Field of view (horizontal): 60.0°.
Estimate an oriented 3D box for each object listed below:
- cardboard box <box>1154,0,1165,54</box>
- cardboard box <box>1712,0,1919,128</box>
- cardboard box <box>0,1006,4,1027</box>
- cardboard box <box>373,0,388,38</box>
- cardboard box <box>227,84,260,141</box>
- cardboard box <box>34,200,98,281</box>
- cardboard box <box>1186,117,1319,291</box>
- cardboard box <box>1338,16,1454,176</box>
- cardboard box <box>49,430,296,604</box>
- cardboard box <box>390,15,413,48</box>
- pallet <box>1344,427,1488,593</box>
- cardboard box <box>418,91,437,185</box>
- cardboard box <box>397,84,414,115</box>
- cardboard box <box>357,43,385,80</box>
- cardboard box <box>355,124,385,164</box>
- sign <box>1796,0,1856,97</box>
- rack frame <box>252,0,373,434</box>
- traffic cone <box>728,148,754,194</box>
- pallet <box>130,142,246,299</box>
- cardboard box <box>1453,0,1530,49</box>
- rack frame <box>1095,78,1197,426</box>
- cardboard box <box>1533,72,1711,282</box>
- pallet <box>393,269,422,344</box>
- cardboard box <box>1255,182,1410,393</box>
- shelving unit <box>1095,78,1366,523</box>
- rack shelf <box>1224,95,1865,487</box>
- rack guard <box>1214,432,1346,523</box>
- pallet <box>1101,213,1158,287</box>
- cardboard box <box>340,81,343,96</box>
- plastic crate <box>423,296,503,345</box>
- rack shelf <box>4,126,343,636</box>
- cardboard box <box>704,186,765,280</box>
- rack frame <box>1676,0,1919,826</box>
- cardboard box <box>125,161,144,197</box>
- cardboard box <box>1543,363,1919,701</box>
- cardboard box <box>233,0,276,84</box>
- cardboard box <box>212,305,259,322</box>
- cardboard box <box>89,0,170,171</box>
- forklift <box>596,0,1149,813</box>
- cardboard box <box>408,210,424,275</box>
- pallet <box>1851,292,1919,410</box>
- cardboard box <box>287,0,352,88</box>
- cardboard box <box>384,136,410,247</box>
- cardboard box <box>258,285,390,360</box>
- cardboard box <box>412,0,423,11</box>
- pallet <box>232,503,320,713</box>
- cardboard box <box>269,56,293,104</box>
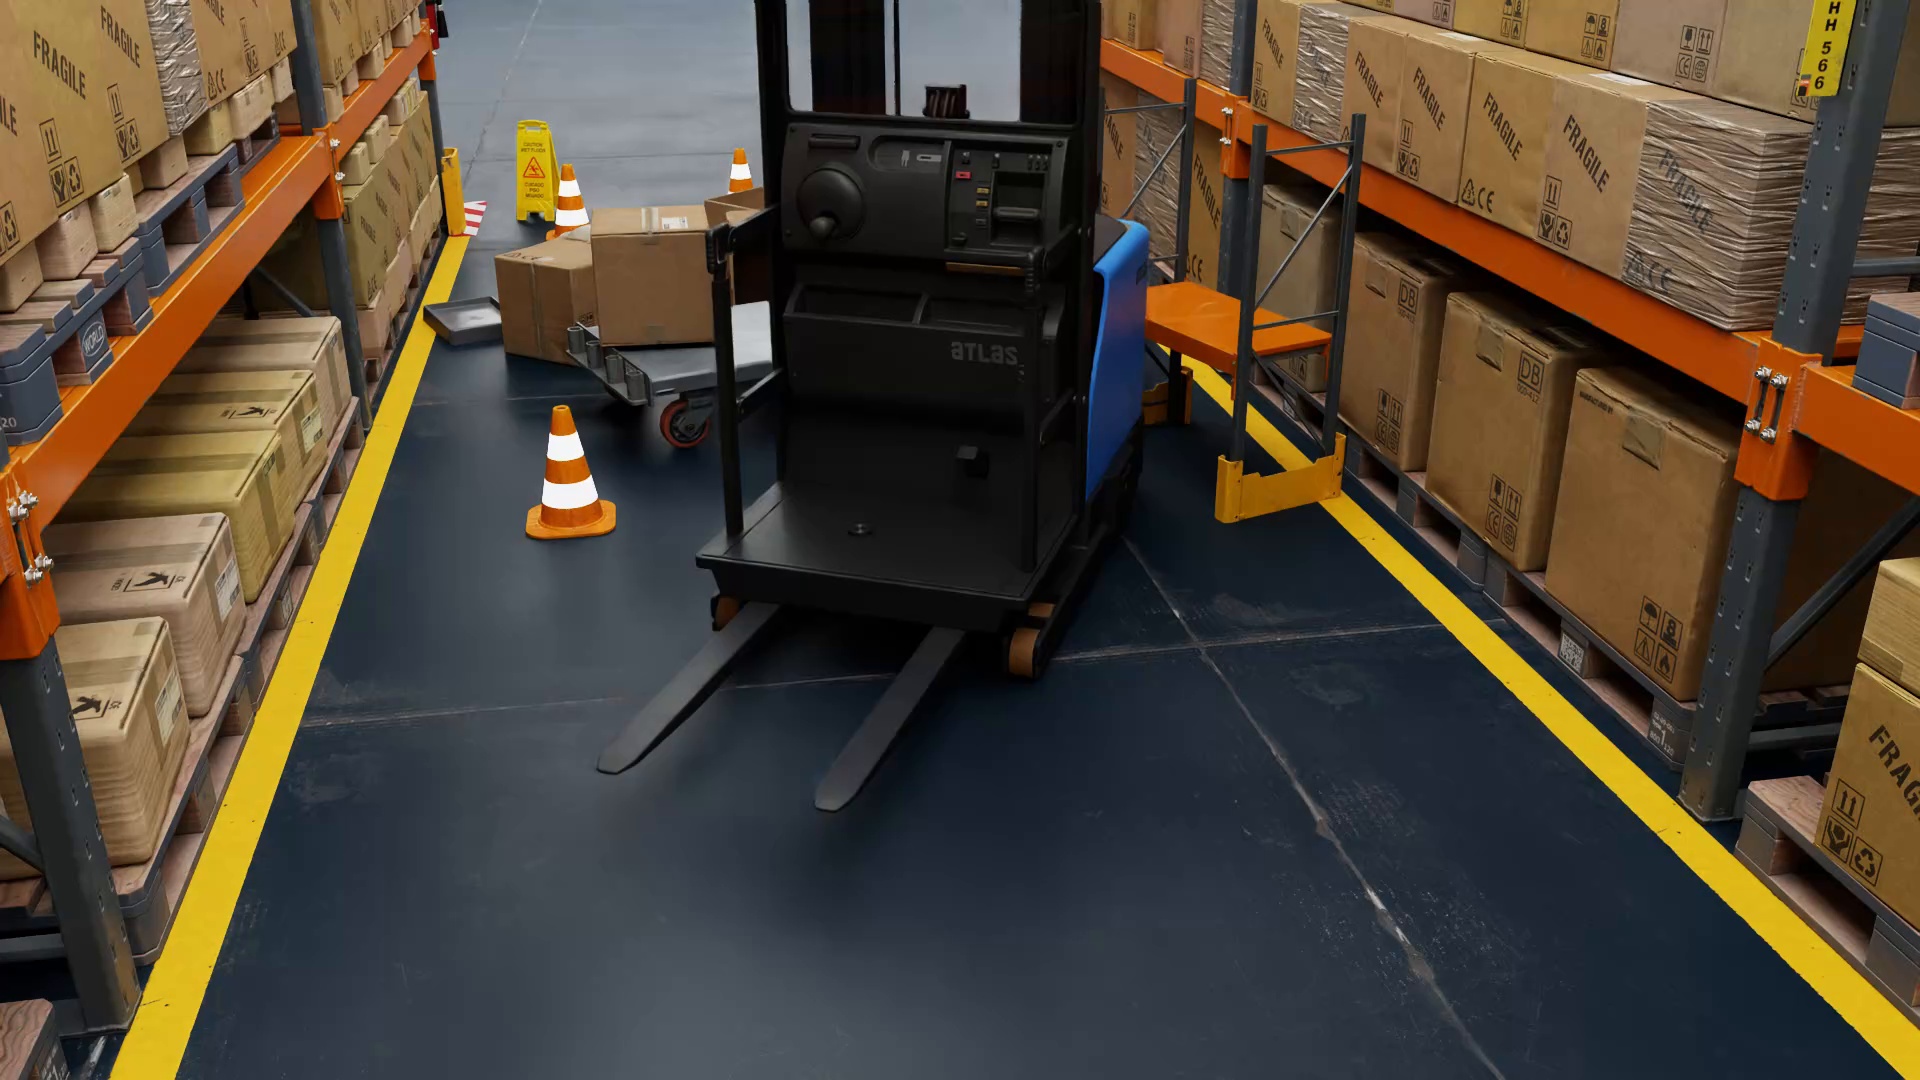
[{"bbox_3d":[1.554,-2.887,8.925,0.875,0.550,0.550,-4,24,-10],"label":"cardboard box"},{"bbox_3d":[2.409,-1.346,4.211,0.700,0.500,0.500,-4,24,-10],"label":"cardboard box"},{"bbox_3d":[-2.318,0.800,2.800,0.875,0.875,0.875,-5,24,-10],"label":"cardboard box"},{"bbox_3d":[-3.220,-2.800,8.416,0.500,0.500,0.500,-4,24,-9],"label":"cardboard box"},{"bbox_3d":[-2.572,-1.424,5.552,0.380,0.149,0.250,-4,24,-9],"label":"cardboard box"},{"bbox_3d":[-2.266,-0.703,3.900,0.380,0.149,0.250,-6,24,-13],"label":"cardboard box"},{"bbox_3d":[1.695,-1.710,8.547,0.875,0.875,0.875,-4,24,-9],"label":"cardboard box"},{"bbox_3d":[1.759,-1.662,6.183,0.500,0.500,0.500,-4,24,-10],"label":"cardboard box"},{"bbox_3d":[-2.738,-0.058,5.395,0.950,0.372,0.625,-4,24,-8],"label":"cardboard box"},{"bbox_3d":[-3.305,-2.866,9.379,0.380,0.149,0.250,-4,24,-9],"label":"cardboard box"},{"bbox_3d":[2.188,-0.182,6.402,1.003,0.211,1.213,-4,24,-10],"label":"pallet"},{"bbox_3d":[-3.439,-2.386,9.939,0.500,0.500,0.500,-4,24,-9],"label":"cardboard box"},{"bbox_3d":[-3.262,-2.445,9.263,0.380,0.149,0.250,-4,24,-9],"label":"cardboard box"},{"bbox_3d":[-3.074,-2.369,8.240,0.380,0.149,0.250,-4,24,-9],"label":"cardboard box"},{"bbox_3d":[-3.009,-1.913,8.046,0.380,0.149,0.250,-3,24,-8],"label":"cardboard box"},{"bbox_3d":[1.937,-1.153,3.696,0.100,0.325,0.005,-4,24,-10],"label":"sign"},{"bbox_3d":[-3.104,-1.832,6.698,1.000,3.000,0.127,-4,24,-10],"label":"rack frame"},{"bbox_3d":[-1.468,-2.385,11.133,0.336,0.463,0.334,-4,24,-10],"label":"traffic cone"},{"bbox_3d":[-2.770,-0.947,4.909,1.003,0.211,1.213,-4,24,-10],"label":"pallet"},{"bbox_3d":[2.122,-1.948,5.588,0.700,0.500,0.500,-5,24,-10],"label":"cardboard box"},{"bbox_3d":[0.755,-1.174,7.065,0.500,1.500,0.032,-13,27,-27],"label":"rack frame"},{"bbox_3d":[2.044,-1.064,4.814,0.500,0.500,0.500,-4,24,-10],"label":"cardboard box"},{"bbox_3d":[-3.492,-1.297,8.956,1.003,0.211,1.213,-4,24,-10],"label":"pallet"},{"bbox_3d":[1.945,-1.162,7.450,1.050,0.750,0.750,-4,24,-10],"label":"cardboard box"},{"bbox_3d":[1.010,-0.994,6.652,0.587,1.500,1.083,-13,27,-27],"label":"shelving unit"},{"bbox_3d":[2.112,-1.122,5.970,1.077,0.370,4.000,-4,24,-10],"label":"rack shelf"},{"bbox_3d":[1.255,-0.248,6.505,0.587,0.250,0.087,-13,27,-27],"label":"rack guard"},{"bbox_3d":[1.449,-1.746,9.985,1.003,0.211,1.213,-4,24,-10],"label":"pallet"},{"bbox_3d":[-3.024,-2.063,7.539,0.380,0.149,0.250,-4,24,-10],"label":"cardboard box"},{"bbox_3d":[-2.588,-1.173,8.835,0.402,0.080,0.583,-13,27,-28],"label":"plastic crate"},{"bbox_3d":[-2.734,-0.716,5.040,1.077,0.370,4.000,-4,24,-10],"label":"rack shelf"},{"bbox_3d":[-1.031,-1.758,9.647,0.637,0.503,0.797,18,29,36],"label":"cardboard box"},{"bbox_3d":[2.482,-0.665,4.025,1.000,3.000,0.127,-4,24,-10],"label":"rack frame"},{"bbox_3d":[-2.509,-1.010,4.603,0.380,0.149,0.250,-3,24,-8],"label":"cardboard box"},{"bbox_3d":[2.458,-0.073,4.955,1.050,0.750,0.750,-5,24,-10],"label":"cardboard box"},{"bbox_3d":[-2.700,-1.847,5.710,0.500,0.500,0.500,-4,24,-9],"label":"cardboard box"},{"bbox_3d":[-3.477,-0.977,7.651,0.500,0.250,0.500,-3,24,-7],"label":"cardboard box"},{"bbox_3d":[-2.428,-1.240,4.321,0.500,0.500,0.500,-4,24,-9],"label":"cardboard box"},{"bbox_3d":[-0.182,-1.081,5.062,1.130,2.935,3.031,7,25,16],"label":"forklift"},{"bbox_3d":[-3.239,-1.630,9.146,0.500,0.250,0.500,-5,24,-12],"label":"cardboard box"},{"bbox_3d":[2.718,-0.305,3.440,1.213,0.211,1.003,-4,24,-10],"label":"pallet"},{"bbox_3d":[-2.911,-2.208,7.061,0.500,0.500,0.500,-4,24,-10],"label":"cardboard box"},{"bbox_3d":[-3.152,-1.774,8.538,0.500,0.500,0.500,-3,24,-7],"label":"cardboard box"},{"bbox_3d":[-2.948,-1.017,7.741,0.500,0.250,0.500,-5,24,-12],"label":"cardboard box"},{"bbox_3d":[-3.472,-3.395,9.778,0.500,0.500,0.500,-5,24,-11],"label":"cardboard box"},{"bbox_3d":[-2.729,0.233,5.454,1.003,0.211,1.213,-4,24,-10],"label":"pallet"},{"bbox_3d":[-2.737,-1.728,6.247,0.380,0.149,0.250,-4,24,-9],"label":"cardboard box"}]
